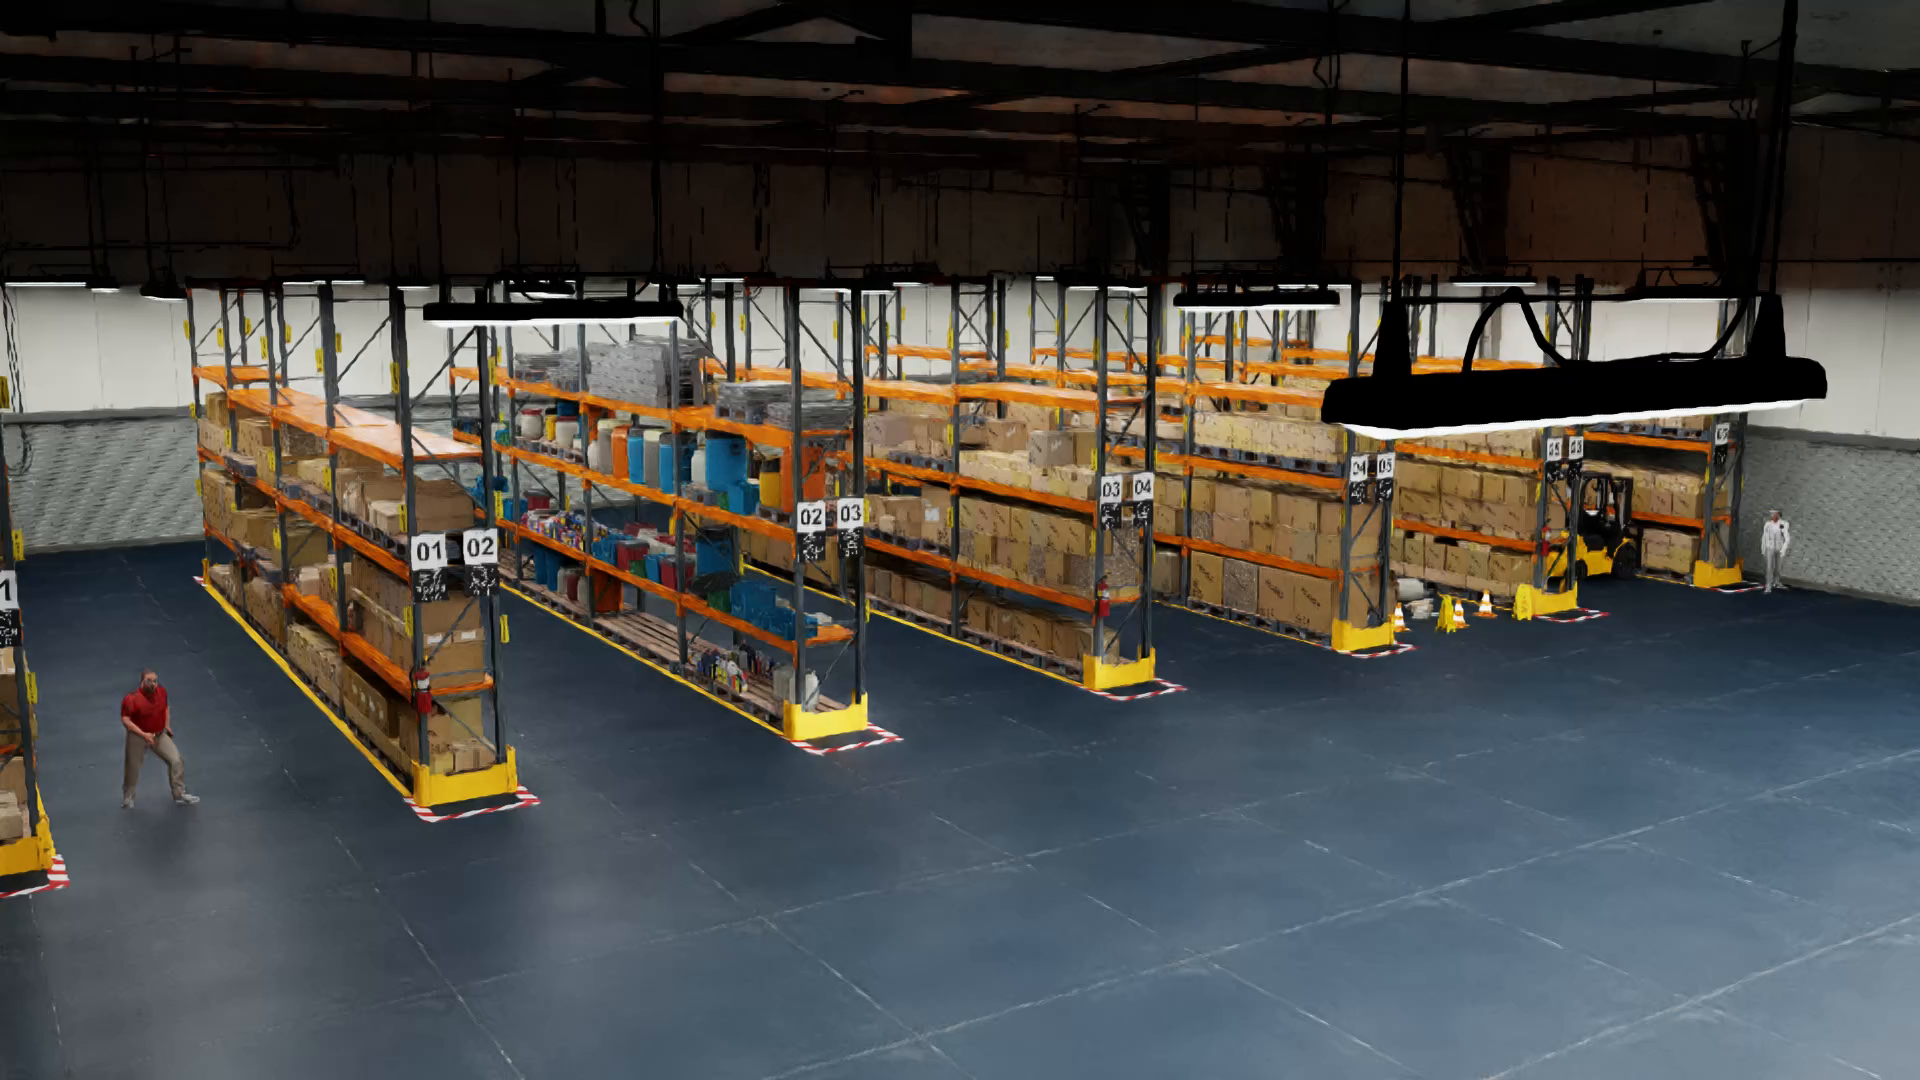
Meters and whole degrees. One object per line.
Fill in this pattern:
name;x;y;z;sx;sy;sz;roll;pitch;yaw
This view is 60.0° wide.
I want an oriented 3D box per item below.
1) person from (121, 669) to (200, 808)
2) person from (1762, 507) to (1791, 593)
person;-9.430;2.288;19.361;0.815;1.665;0.700;7;12;37
person;15.701;0.170;32.016;0.496;1.657;0.661;5;11;29
